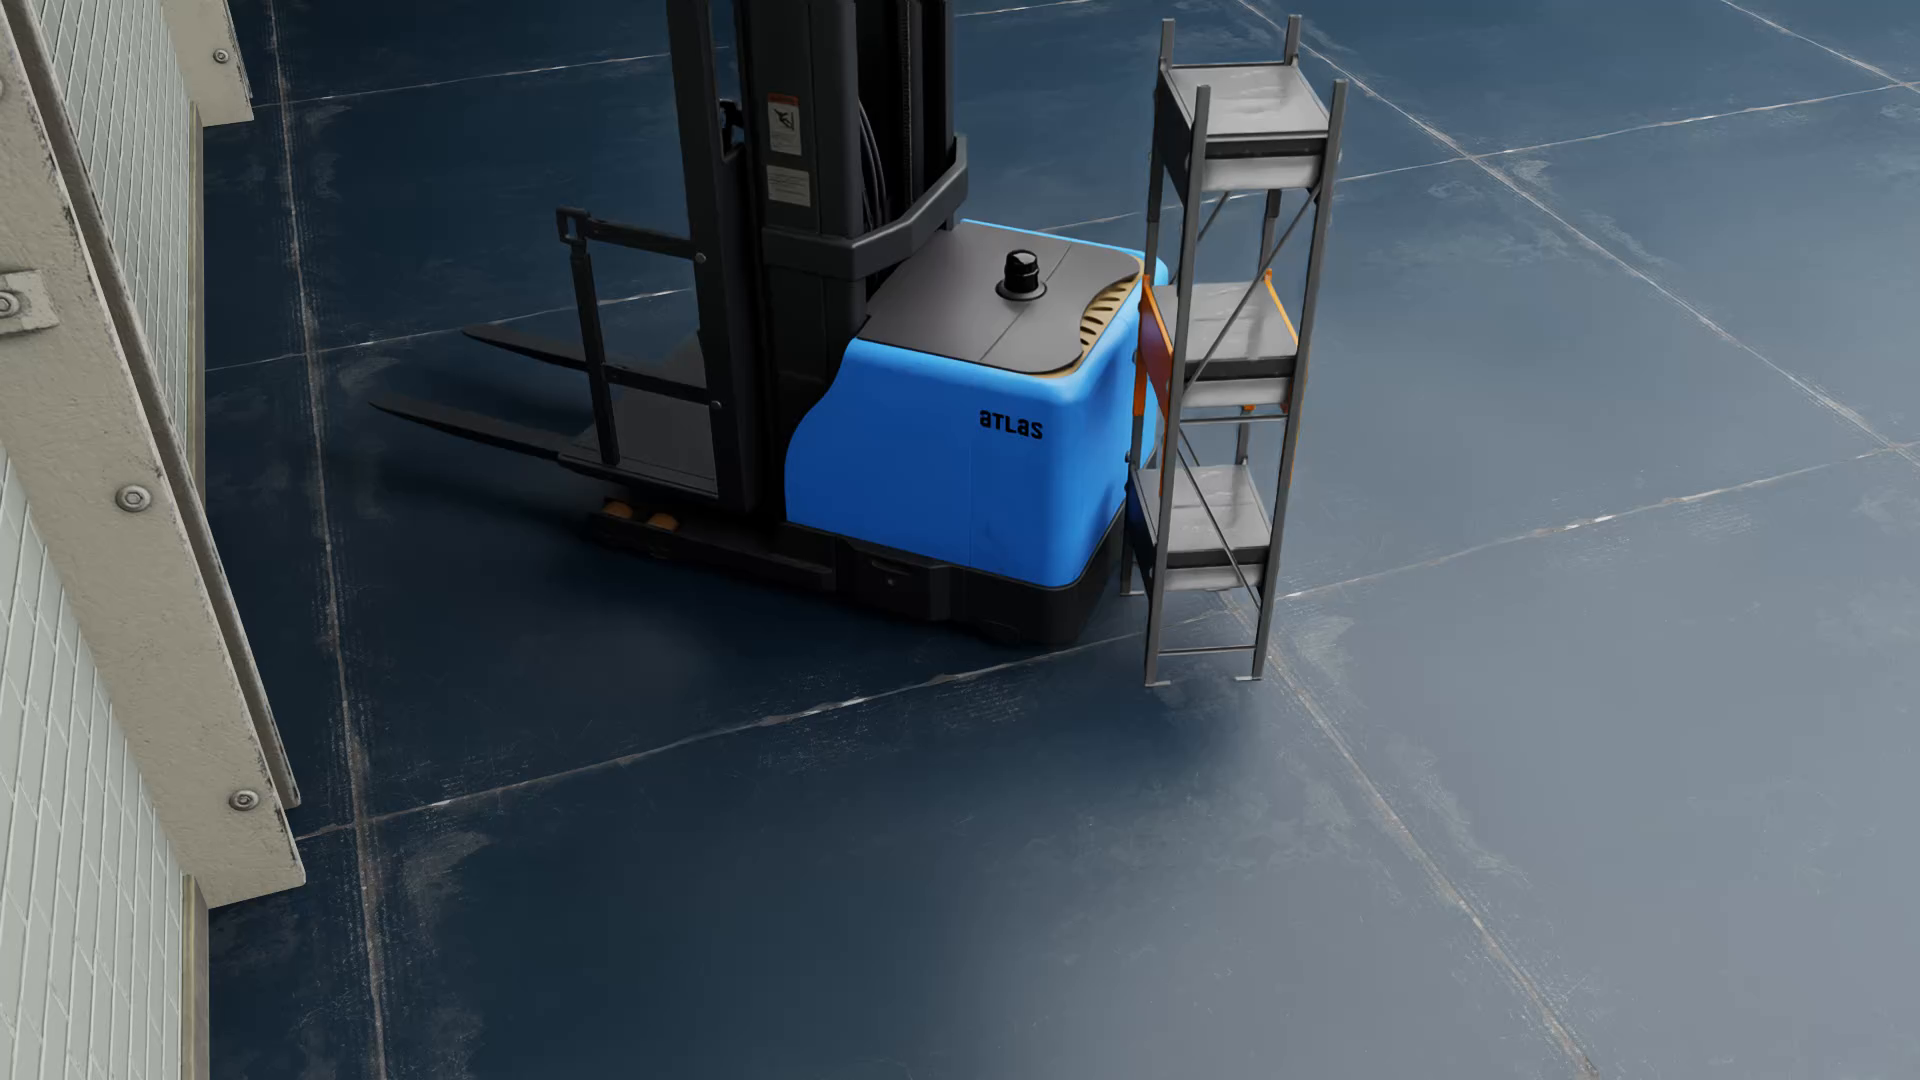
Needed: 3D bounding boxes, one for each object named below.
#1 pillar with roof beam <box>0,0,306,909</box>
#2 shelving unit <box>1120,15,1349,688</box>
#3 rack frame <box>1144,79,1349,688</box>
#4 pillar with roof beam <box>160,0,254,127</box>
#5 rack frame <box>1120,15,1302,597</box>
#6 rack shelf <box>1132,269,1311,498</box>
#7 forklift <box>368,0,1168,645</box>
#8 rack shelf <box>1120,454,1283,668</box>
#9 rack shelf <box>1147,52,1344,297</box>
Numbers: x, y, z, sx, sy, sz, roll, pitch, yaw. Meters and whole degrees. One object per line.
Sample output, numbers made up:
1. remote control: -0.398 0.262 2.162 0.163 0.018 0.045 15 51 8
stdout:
1. pillar with roof beam: 1.900 -3.551 3.485 9.100 9.000 0.400 -12 39 -16
2. shelving unit: 0.797 -0.502 5.172 0.431 2.100 0.503 -3 37 -4
3. rack frame: 0.819 -0.356 4.978 0.400 2.100 0.015 -3 37 -4
4. pillar with roof beam: -0.165 -6.940 7.985 9.100 9.000 0.400 -12 39 -16
5. rack frame: 0.775 -0.649 5.366 0.400 2.100 0.015 -3 37 -4
6. rack shelf: 0.797 -0.492 5.180 0.431 0.518 0.480 -3 37 -4
7. forklift: -0.829 -1.378 5.643 3.031 2.935 1.130 14 39 18
8. rack shelf: 0.797 0.068 5.601 0.431 0.518 0.480 -3 37 -4
9. rack shelf: 0.797 -1.051 4.759 0.431 0.518 0.480 -3 37 -4
